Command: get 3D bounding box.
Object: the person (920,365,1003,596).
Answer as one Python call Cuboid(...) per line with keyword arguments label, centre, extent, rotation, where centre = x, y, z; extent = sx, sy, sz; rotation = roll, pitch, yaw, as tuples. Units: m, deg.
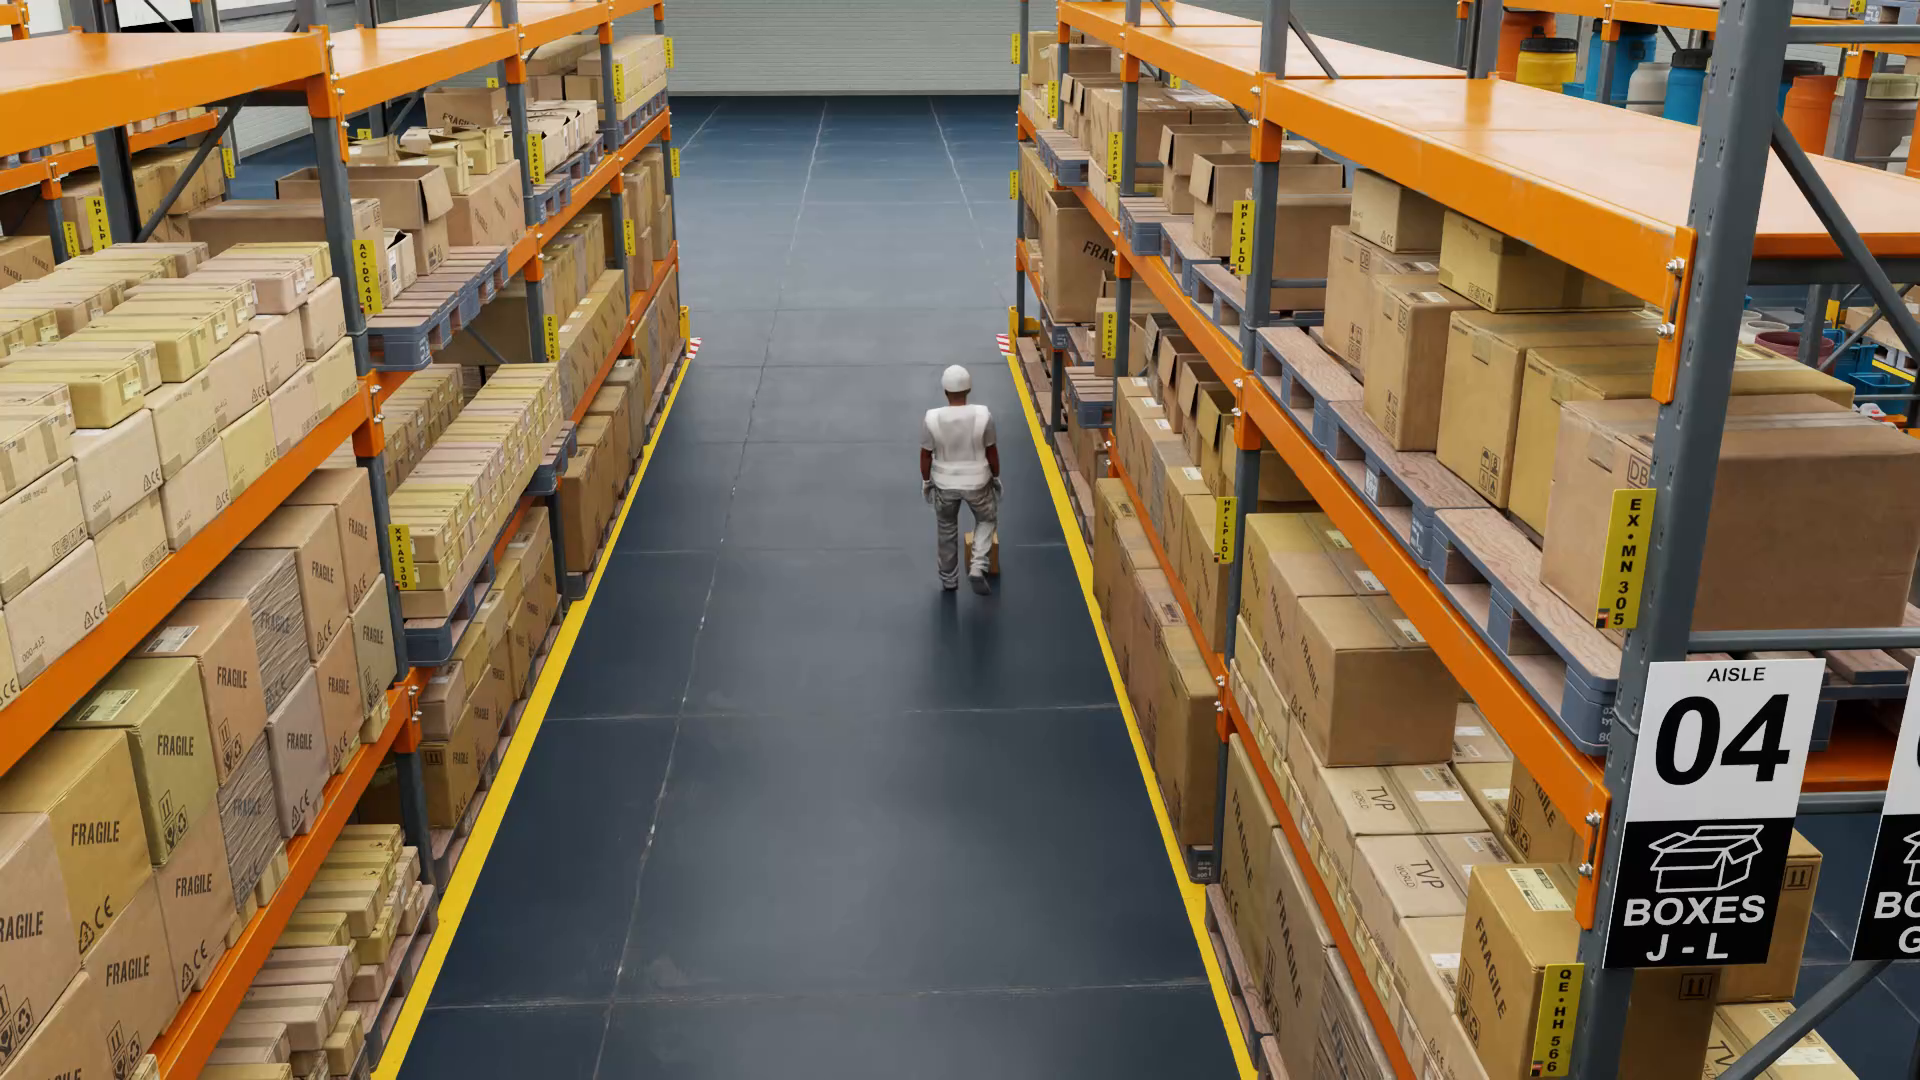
Cuboid(label="person", centre=(0.017, -0.442, 12.187), extent=(0.604, 1.771, 0.713), rotation=(1, 20, 3))
